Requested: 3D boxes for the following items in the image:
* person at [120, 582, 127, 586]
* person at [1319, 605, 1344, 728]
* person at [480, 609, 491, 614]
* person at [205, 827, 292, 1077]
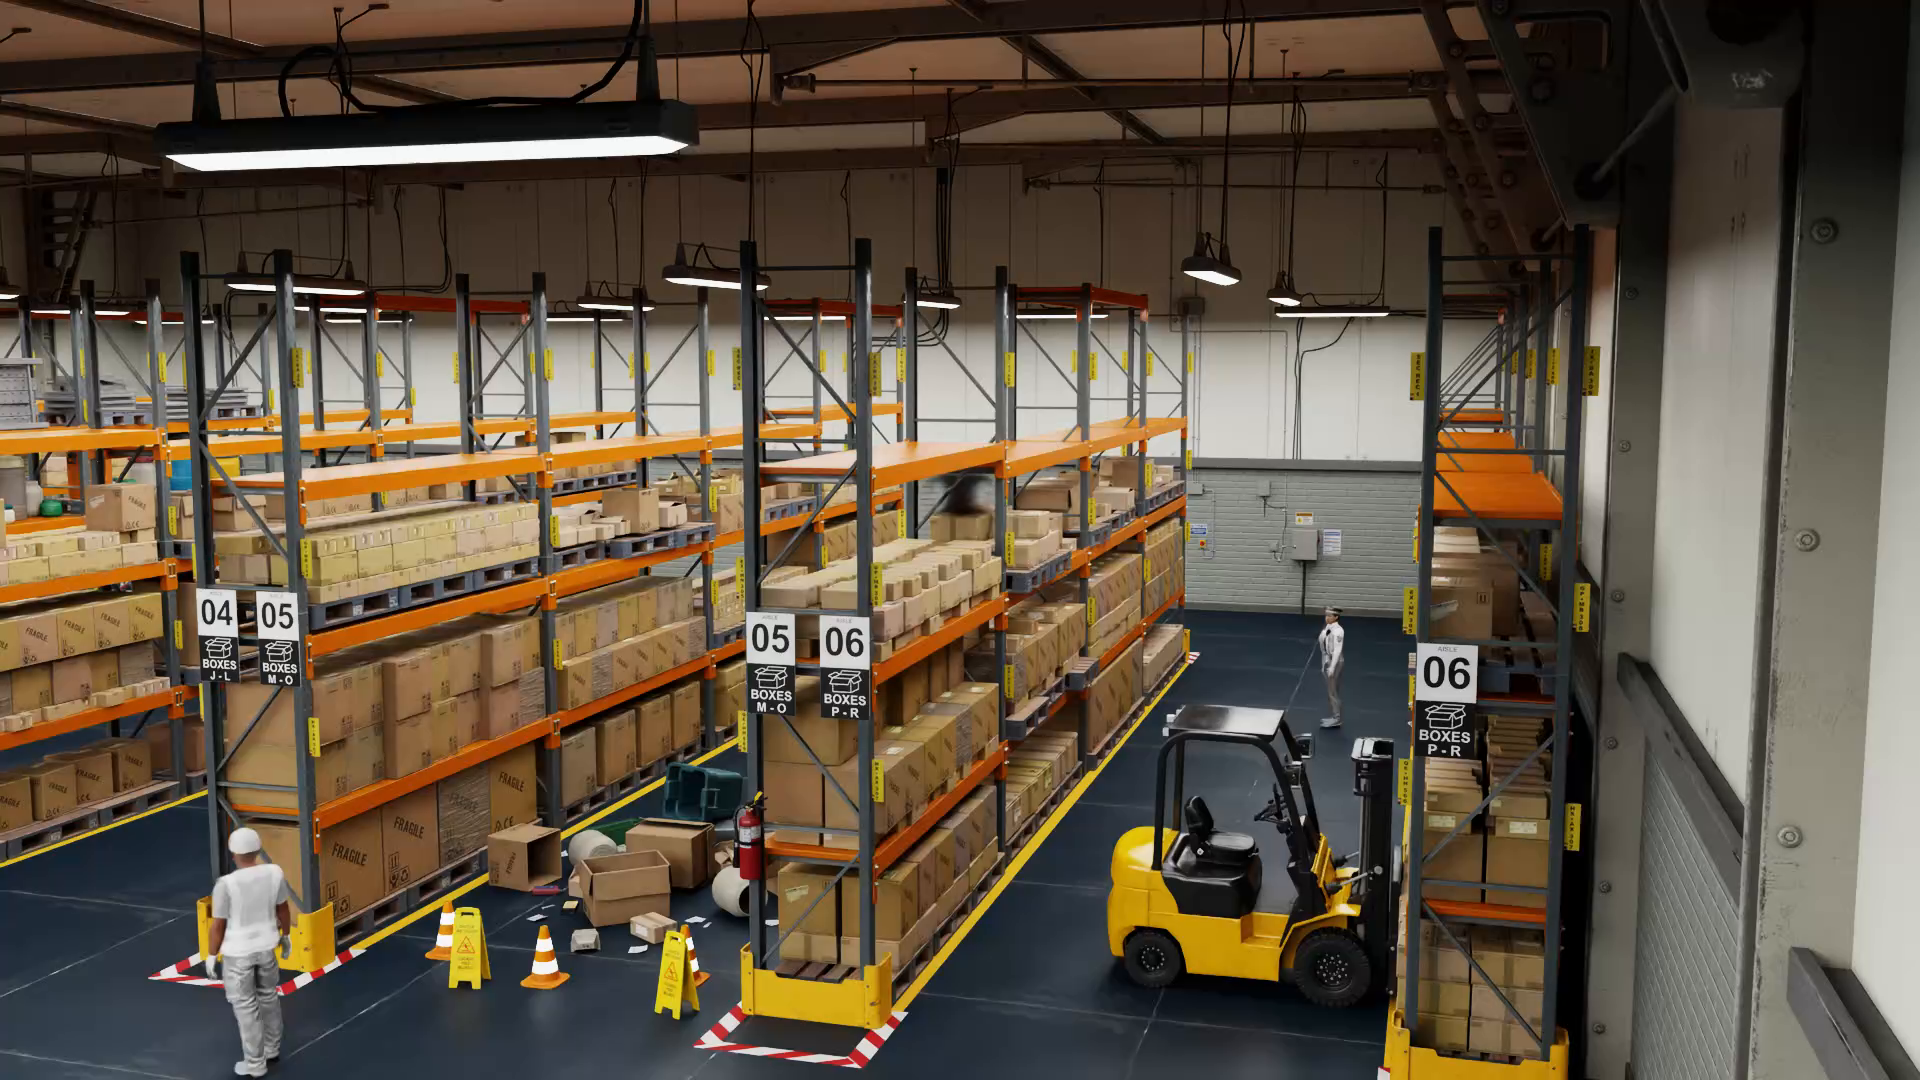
[{"bbox_3d":[-14.859,0.947,30.179,0.526,1.693,0.619,2,7,20],"label":"person"},{"bbox_3d":[5.158,1.741,23.099,0.333,1.691,0.506,0,6,3],"label":"person"},{"bbox_3d":[-6.763,1.670,23.672,0.731,1.757,0.983,2,7,16],"label":"person"},{"bbox_3d":[-5.152,2.939,11.983,0.518,1.796,0.620,4,8,34],"label":"person"}]
